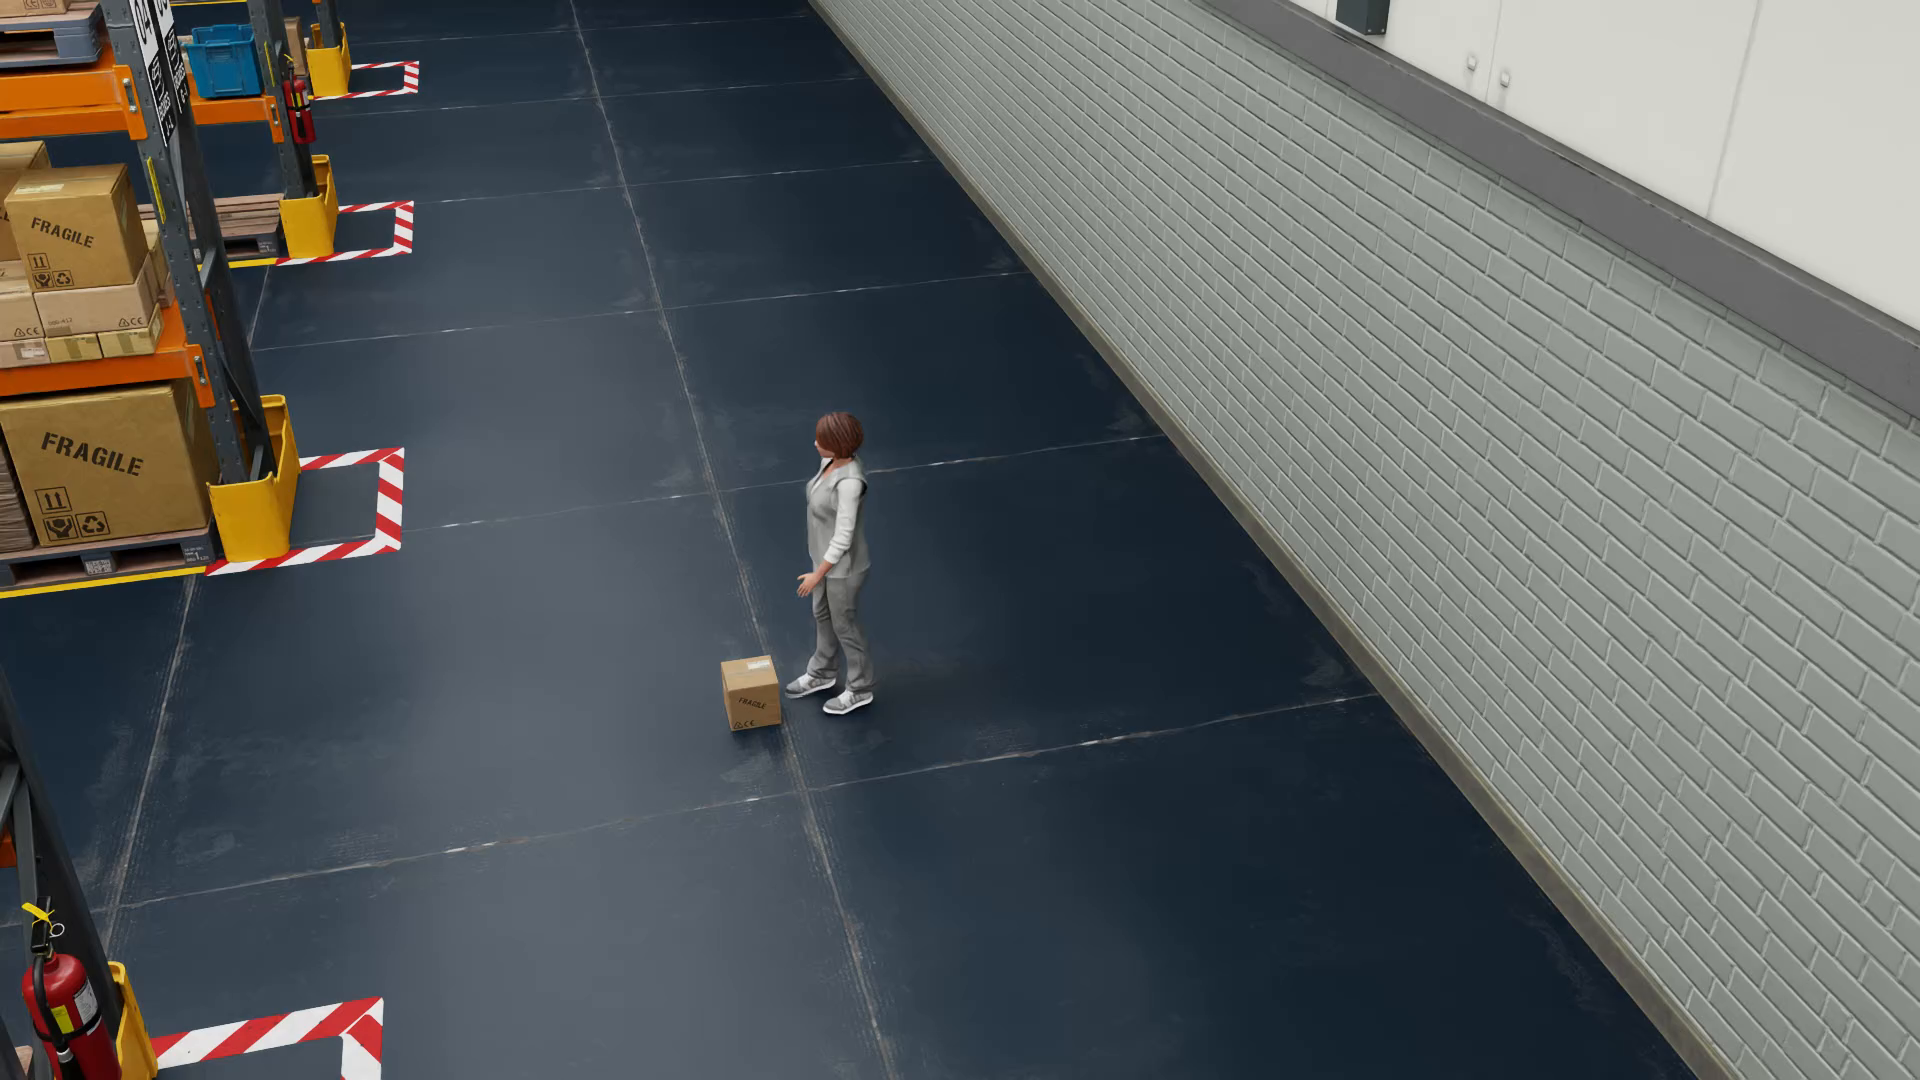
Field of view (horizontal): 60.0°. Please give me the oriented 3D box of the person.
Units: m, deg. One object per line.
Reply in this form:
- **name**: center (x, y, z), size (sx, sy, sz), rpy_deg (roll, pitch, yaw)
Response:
- **person**: center (-0.649, 0.124, 8.024), size (0.446, 1.616, 0.463), rpy_deg (-8, 32, -13)
